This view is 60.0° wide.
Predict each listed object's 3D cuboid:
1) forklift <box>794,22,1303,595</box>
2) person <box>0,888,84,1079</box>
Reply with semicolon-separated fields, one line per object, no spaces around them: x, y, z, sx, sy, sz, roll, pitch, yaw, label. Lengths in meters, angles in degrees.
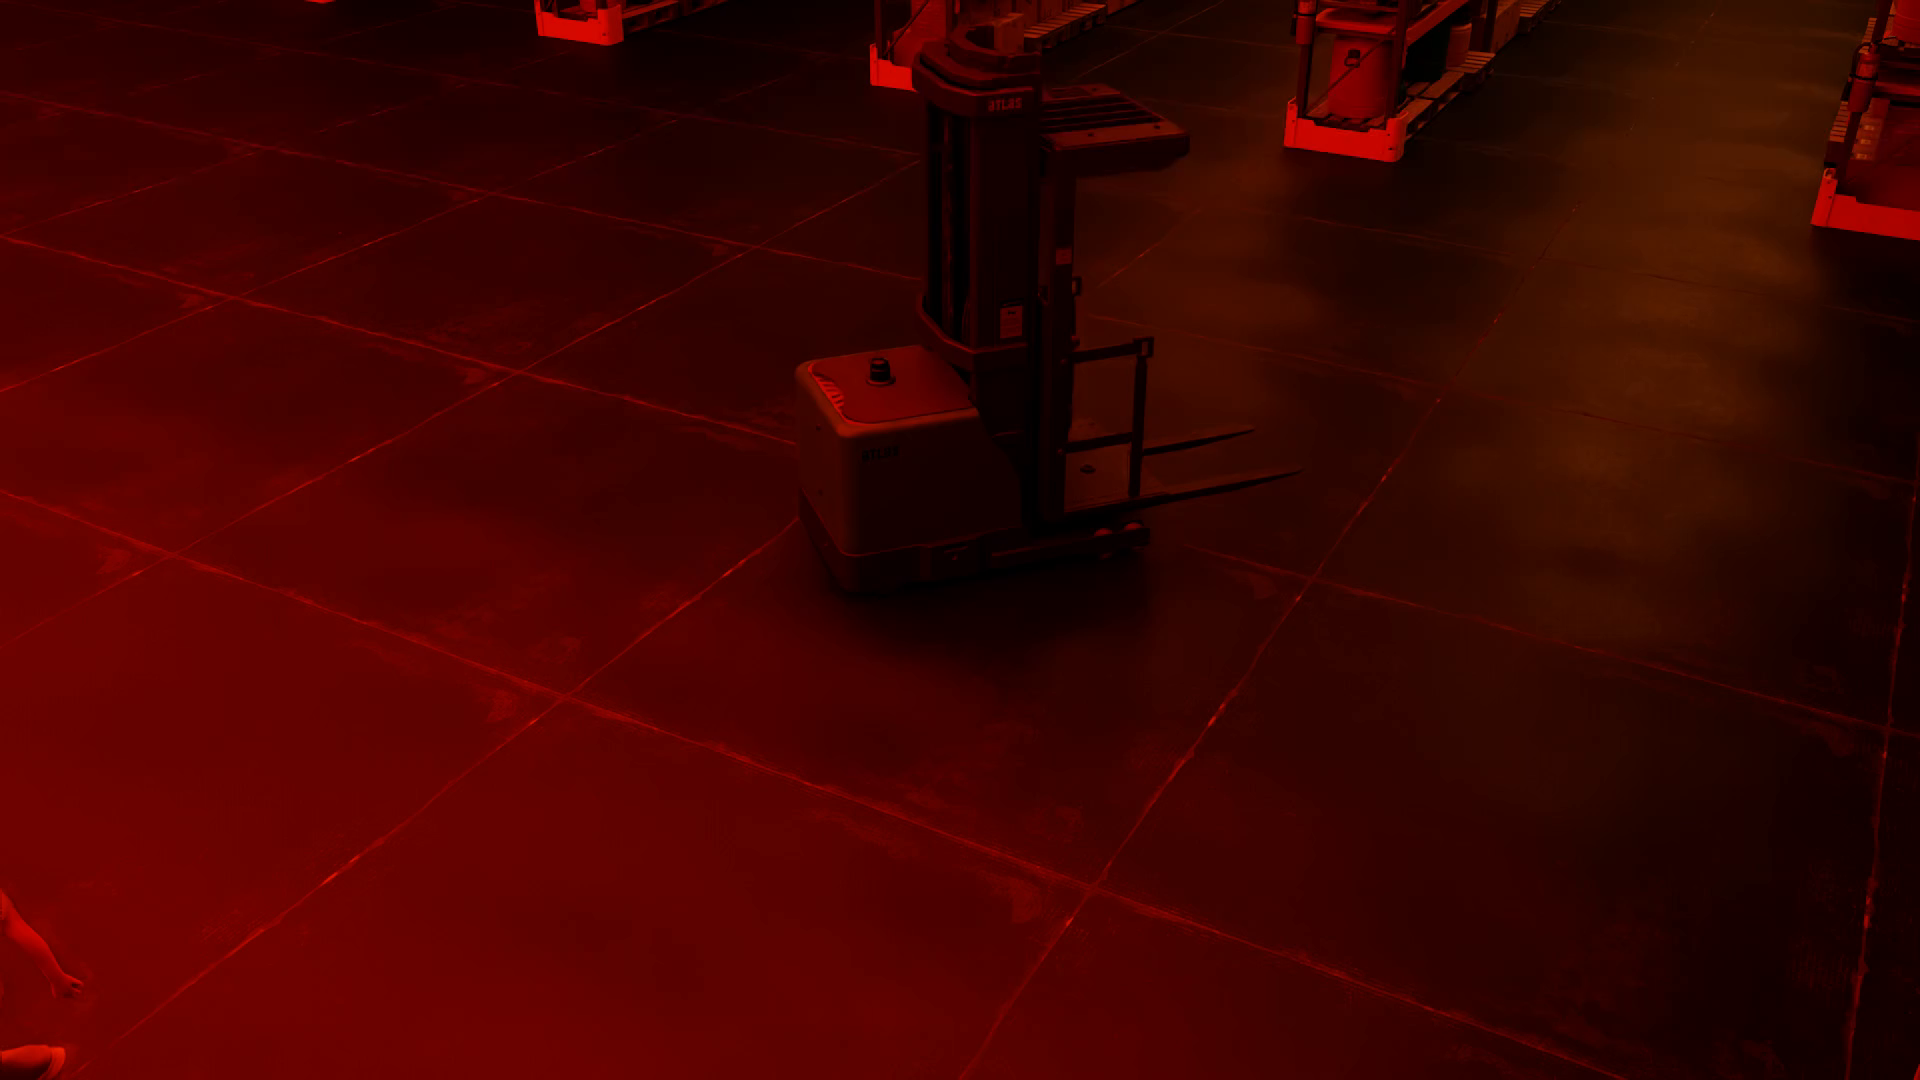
0.597;-1.406;9.506;3.031;2.935;1.130;-11;32;-18;forklift
-3.439;1.584;5.662;0.543;1.606;0.681;17;34;26;person
